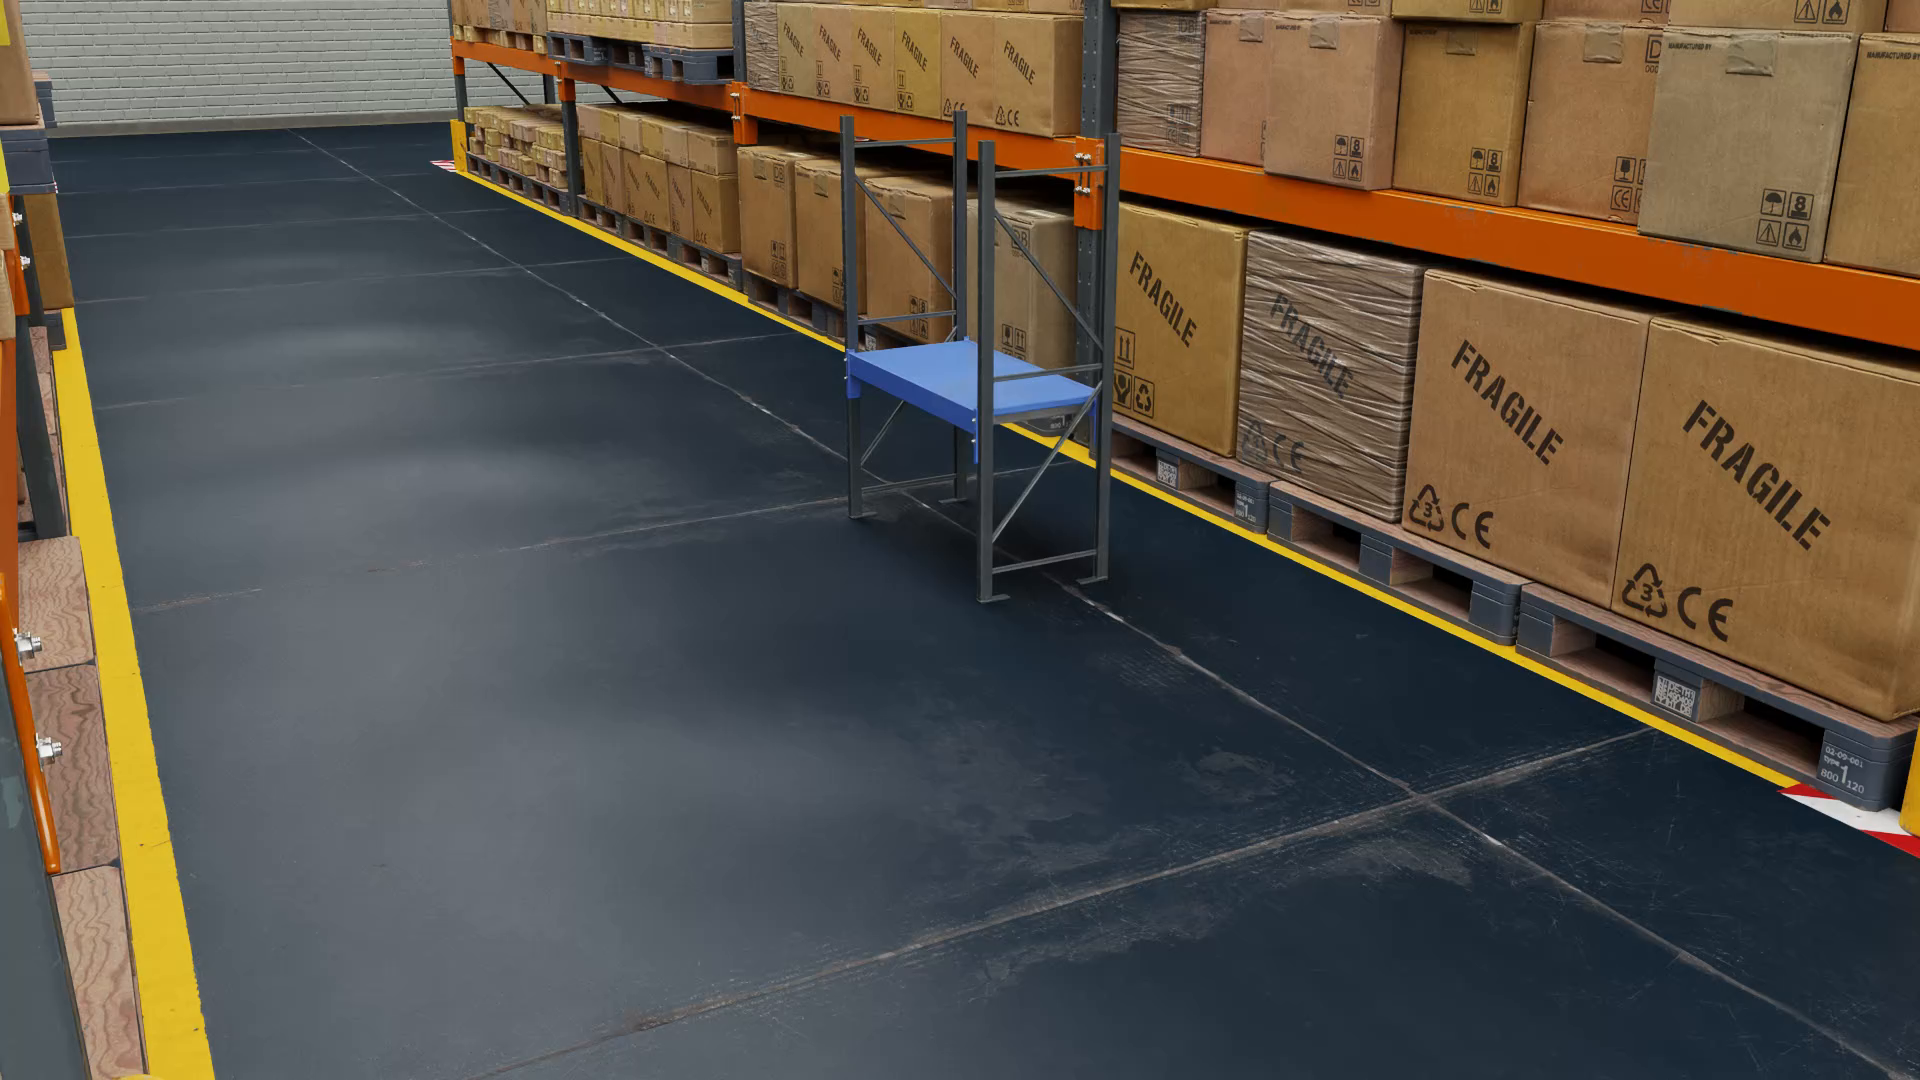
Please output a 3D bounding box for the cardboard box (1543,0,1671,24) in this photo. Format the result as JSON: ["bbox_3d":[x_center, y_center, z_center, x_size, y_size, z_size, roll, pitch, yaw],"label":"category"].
[{"bbox_3d":[2.240,-1.785,4.820,0.875,0.550,0.550,-10,21,-27],"label":"cardboard box"}]

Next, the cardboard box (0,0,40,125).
[{"bbox_3d":[-3.696,-1.906,5.494,1.000,1.000,1.000,-10,21,-26],"label":"cardboard box"}]

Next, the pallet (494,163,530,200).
[{"bbox_3d":[-3.761,-3.430,15.748,1.003,0.211,1.213,-10,21,-27],"label":"pallet"}]

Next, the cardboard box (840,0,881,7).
[{"bbox_3d":[-0.237,-3.160,9.003,0.700,0.500,0.500,-10,22,-27],"label":"cardboard box"}]

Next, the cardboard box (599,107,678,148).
[{"bbox_3d":[-2.454,-3.176,12.776,0.500,0.250,0.500,-9,21,-25],"label":"cardboard box"}]

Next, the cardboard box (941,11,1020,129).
[{"bbox_3d":[0.249,-2.214,7.797,0.500,0.500,0.500,-10,22,-27],"label":"cardboard box"}]

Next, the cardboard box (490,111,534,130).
[{"bbox_3d":[-4.343,-4.077,16.161,0.380,0.149,0.250,-11,22,-29],"label":"cardboard box"}]

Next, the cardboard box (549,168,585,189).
[{"bbox_3d":[-3.313,-3.121,14.304,0.380,0.149,0.250,-10,21,-26],"label":"cardboard box"}]

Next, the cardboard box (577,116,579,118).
[{"bbox_3d":[-3.528,-3.926,15.725,0.380,0.149,0.250,-10,21,-26],"label":"cardboard box"}]

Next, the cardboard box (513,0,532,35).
[{"bbox_3d":[-3.551,-4.642,14.378,0.500,0.500,0.500,-11,22,-28],"label":"cardboard box"}]

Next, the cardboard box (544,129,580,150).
[{"bbox_3d":[-3.382,-3.471,14.408,0.380,0.149,0.250,-10,21,-26],"label":"cardboard box"}]

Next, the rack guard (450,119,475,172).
[{"bbox_3d":[-4.691,-4.155,17.406,1.175,0.500,0.348,-10,21,-27],"label":"rack guard"}]

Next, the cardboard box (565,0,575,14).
[{"bbox_3d":[-2.797,-4.098,12.695,0.380,0.149,0.250,-9,21,-25],"label":"cardboard box"}]

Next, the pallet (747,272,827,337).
[{"bbox_3d":[-0.620,-1.506,10.172,1.003,0.211,1.213,-10,21,-27],"label":"pallet"}]

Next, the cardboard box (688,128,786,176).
[{"bbox_3d":[-1.483,-2.589,11.075,0.500,0.250,0.500,-11,22,-28],"label":"cardboard box"}]

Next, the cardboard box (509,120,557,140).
[{"bbox_3d":[-3.909,-3.767,15.265,0.380,0.149,0.250,-11,22,-29],"label":"cardboard box"}]

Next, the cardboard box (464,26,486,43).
[{"bbox_3d":[-4.623,-4.944,16.245,0.380,0.149,0.250,-11,22,-28],"label":"cardboard box"}]

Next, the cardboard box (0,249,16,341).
[{"bbox_3d":[-2.094,-0.472,3.285,0.380,0.149,0.250,-10,21,-27],"label":"cardboard box"}]

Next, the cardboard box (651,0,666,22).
[{"bbox_3d":[-1.819,-3.505,10.976,0.380,0.149,0.250,-9,21,-25],"label":"cardboard box"}]

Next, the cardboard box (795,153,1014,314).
[{"bbox_3d":[-0.300,-1.758,9.432,1.050,0.750,0.750,-10,21,-26],"label":"cardboard box"}]

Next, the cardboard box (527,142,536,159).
[{"bbox_3d":[-3.710,-3.550,15.092,0.380,0.149,0.250,-9,21,-25],"label":"cardboard box"}]

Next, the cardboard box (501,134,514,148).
[{"bbox_3d":[-4.193,-3.864,16.002,0.380,0.149,0.250,-11,22,-29],"label":"cardboard box"}]

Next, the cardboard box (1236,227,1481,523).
[{"bbox_3d":[1.640,-0.658,6.054,0.875,0.875,0.875,-10,21,-26],"label":"cardboard box"}]

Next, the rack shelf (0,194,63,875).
[{"bbox_3d":[-2.492,-0.260,3.390,1.077,0.370,4.000,-10,21,-27],"label":"rack shelf"}]

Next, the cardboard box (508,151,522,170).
[{"bbox_3d":[-4.013,-3.567,15.598,0.380,0.149,0.250,-10,21,-27],"label":"cardboard box"}]

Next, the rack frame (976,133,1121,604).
[{"bbox_3d":[0.282,-0.539,5.393,0.500,1.500,0.032,-10,21,-27],"label":"rack frame"}]

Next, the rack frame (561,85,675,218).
[{"bbox_3d":[-2.827,-4.210,13.734,1.000,3.000,0.127,-10,21,-27],"label":"rack frame"}]

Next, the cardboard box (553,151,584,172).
[{"bbox_3d":[-3.257,-3.243,14.202,0.380,0.149,0.250,-10,21,-26],"label":"cardboard box"}]

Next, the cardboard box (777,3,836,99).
[{"bbox_3d":[-0.708,-2.793,9.474,0.500,0.500,0.500,-10,22,-27],"label":"cardboard box"}]

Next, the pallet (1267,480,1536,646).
[{"bbox_3d":[1.847,-0.014,5.850,1.003,0.211,1.213,-10,21,-27],"label":"pallet"}]

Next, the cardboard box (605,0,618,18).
[{"bbox_3d":[-2.300,-3.798,11.824,0.380,0.149,0.250,-10,22,-28],"label":"cardboard box"}]

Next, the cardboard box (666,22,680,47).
[{"bbox_3d":[-1.683,-3.284,10.790,0.380,0.149,0.250,-10,21,-27],"label":"cardboard box"}]

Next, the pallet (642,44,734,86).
[{"bbox_3d":[-1.360,-3.159,10.983,1.213,0.211,1.003,-10,21,-27],"label":"pallet"}]

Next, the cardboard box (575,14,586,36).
[{"bbox_3d":[-2.675,-3.882,12.525,0.380,0.149,0.250,-10,21,-26],"label":"cardboard box"}]

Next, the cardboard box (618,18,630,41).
[{"bbox_3d":[-2.171,-3.581,11.652,0.380,0.149,0.250,-9,21,-25],"label":"cardboard box"}]

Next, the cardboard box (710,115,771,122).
[{"bbox_3d":[-1.507,-2.958,12.145,0.500,0.250,0.500,-10,21,-26],"label":"cardboard box"}]

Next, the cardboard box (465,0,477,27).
[{"bbox_3d":[-4.480,-5.225,16.066,0.500,0.500,0.500,-10,21,-27],"label":"cardboard box"}]

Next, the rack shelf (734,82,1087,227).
[{"bbox_3d":[0.022,-2.148,8.860,1.077,0.370,4.000,-10,21,-27],"label":"rack shelf"}]

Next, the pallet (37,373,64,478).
[{"bbox_3d":[-4.396,-0.430,7.055,1.003,0.211,1.213,-10,21,-27],"label":"pallet"}]

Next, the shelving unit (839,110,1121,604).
[{"bbox_3d":[0.041,-0.684,5.816,0.538,1.500,1.048,-10,21,-27],"label":"shelving unit"}]

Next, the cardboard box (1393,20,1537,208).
[{"bbox_3d":[1.931,-1.416,5.407,0.875,0.550,0.500,-10,21,-27],"label":"cardboard box"}]

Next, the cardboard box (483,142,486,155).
[{"bbox_3d":[-4.563,-3.947,16.698,0.380,0.149,0.250,-10,21,-27],"label":"cardboard box"}]

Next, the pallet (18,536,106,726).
[{"bbox_3d":[-3.091,0.331,4.848,1.003,0.211,1.213,-10,21,-27],"label":"pallet"}]

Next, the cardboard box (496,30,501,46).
[{"bbox_3d":[-4.076,-4.656,15.411,0.380,0.149,0.250,-9,21,-25],"label":"cardboard box"}]

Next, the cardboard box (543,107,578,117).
[{"bbox_3d":[-3.949,-4.242,16.642,0.380,0.149,0.250,-11,22,-28],"label":"cardboard box"}]

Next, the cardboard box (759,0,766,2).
[{"bbox_3d":[-1.111,-3.530,11.047,0.380,0.149,0.250,-9,21,-24],"label":"cardboard box"}]

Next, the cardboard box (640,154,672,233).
[{"bbox_3d":[-1.979,-2.526,12.042,0.500,0.500,0.500,-11,22,-29],"label":"cardboard box"}]

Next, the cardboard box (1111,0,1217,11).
[{"bbox_3d":[1.117,-2.384,6.556,0.875,0.550,0.550,-10,21,-27],"label":"cardboard box"}]

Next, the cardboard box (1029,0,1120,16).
[{"bbox_3d":[0.731,-2.575,7.310,0.700,0.500,0.500,-10,22,-28],"label":"cardboard box"}]
